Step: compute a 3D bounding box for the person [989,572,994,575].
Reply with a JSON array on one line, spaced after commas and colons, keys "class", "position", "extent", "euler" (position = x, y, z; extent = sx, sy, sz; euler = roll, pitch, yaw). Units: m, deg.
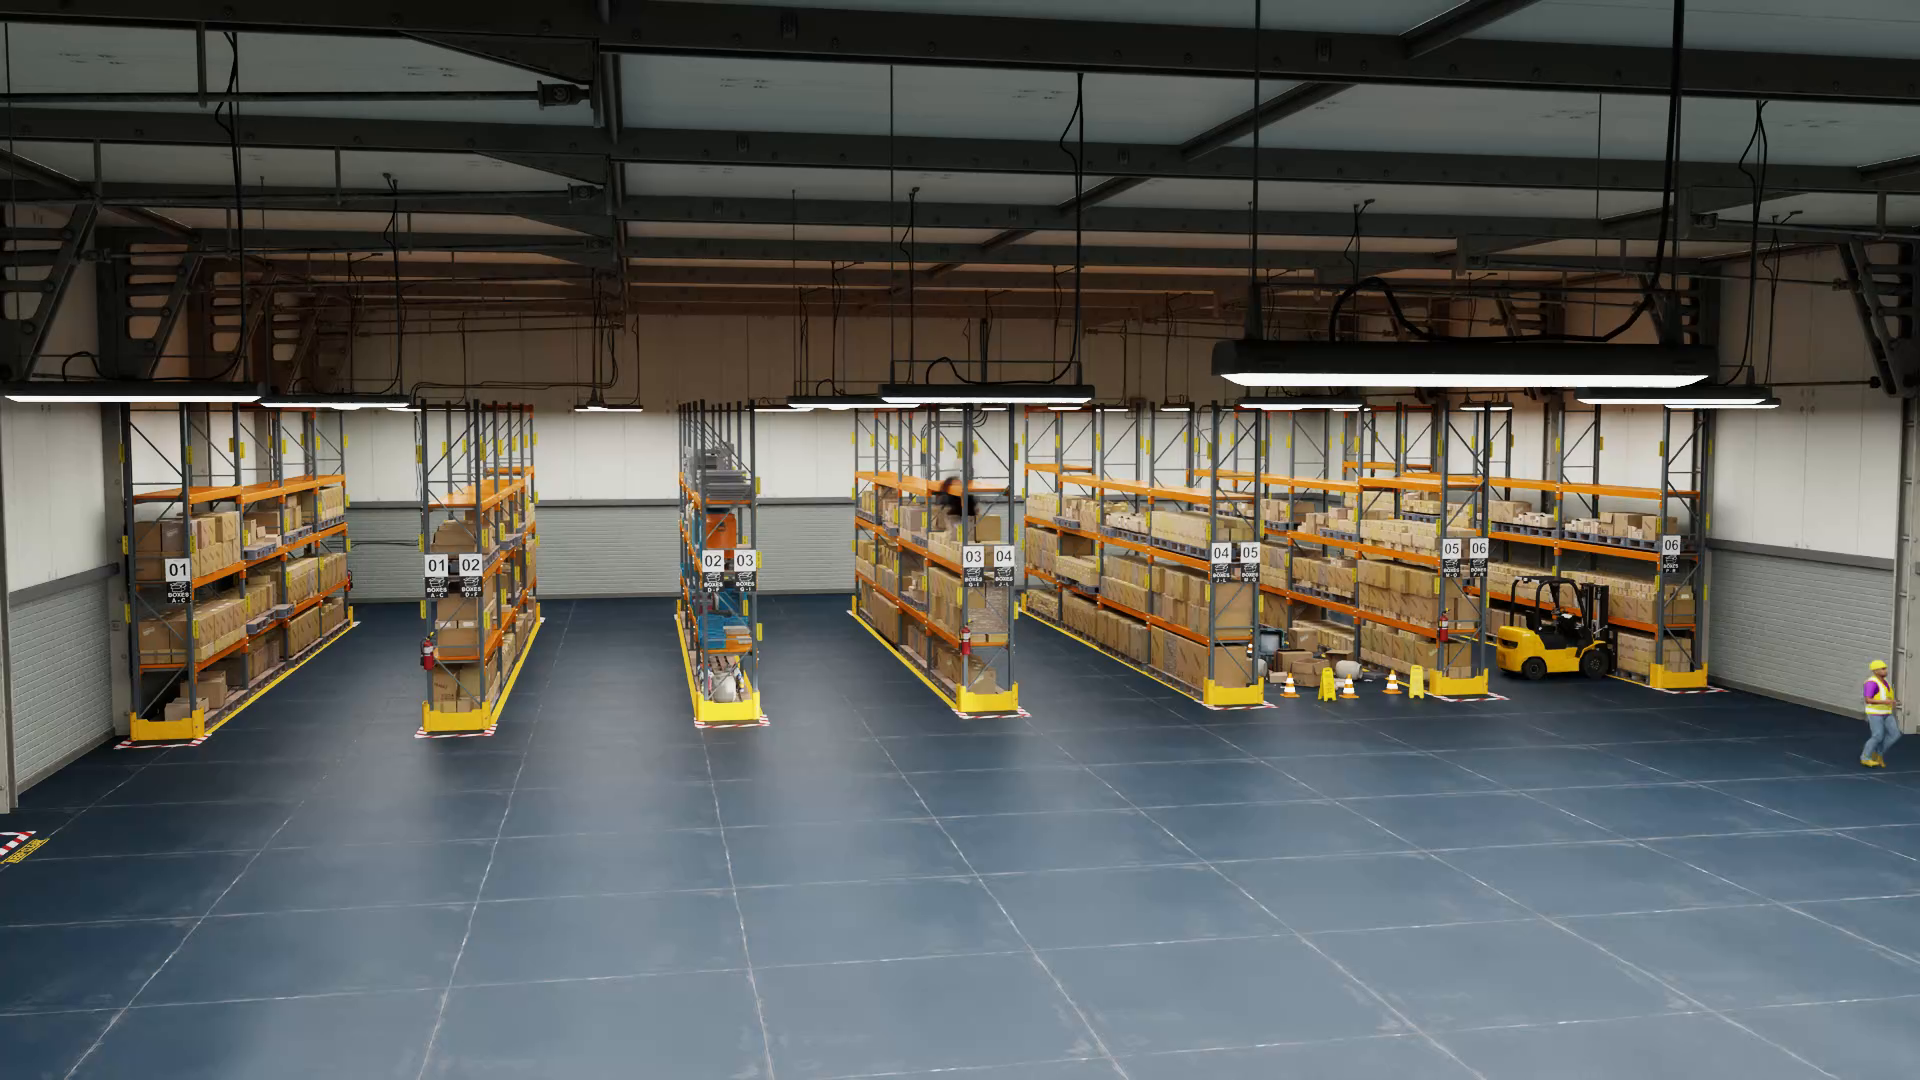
[{"class": "person", "position": [0.942, 1.324, 46.871], "extent": [0.679, 1.772, 0.673], "euler": [0, 4, -2]}]

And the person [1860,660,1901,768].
[{"class": "person", "position": [14.903, 2.824, 26.857], "extent": [0.679, 1.759, 0.635], "euler": [-3, 5, -30]}]

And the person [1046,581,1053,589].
[{"class": "person", "position": [2.858, 1.094, 50.166], "extent": [0.624, 1.660, 0.593], "euler": [-1, 4, -12]}]
